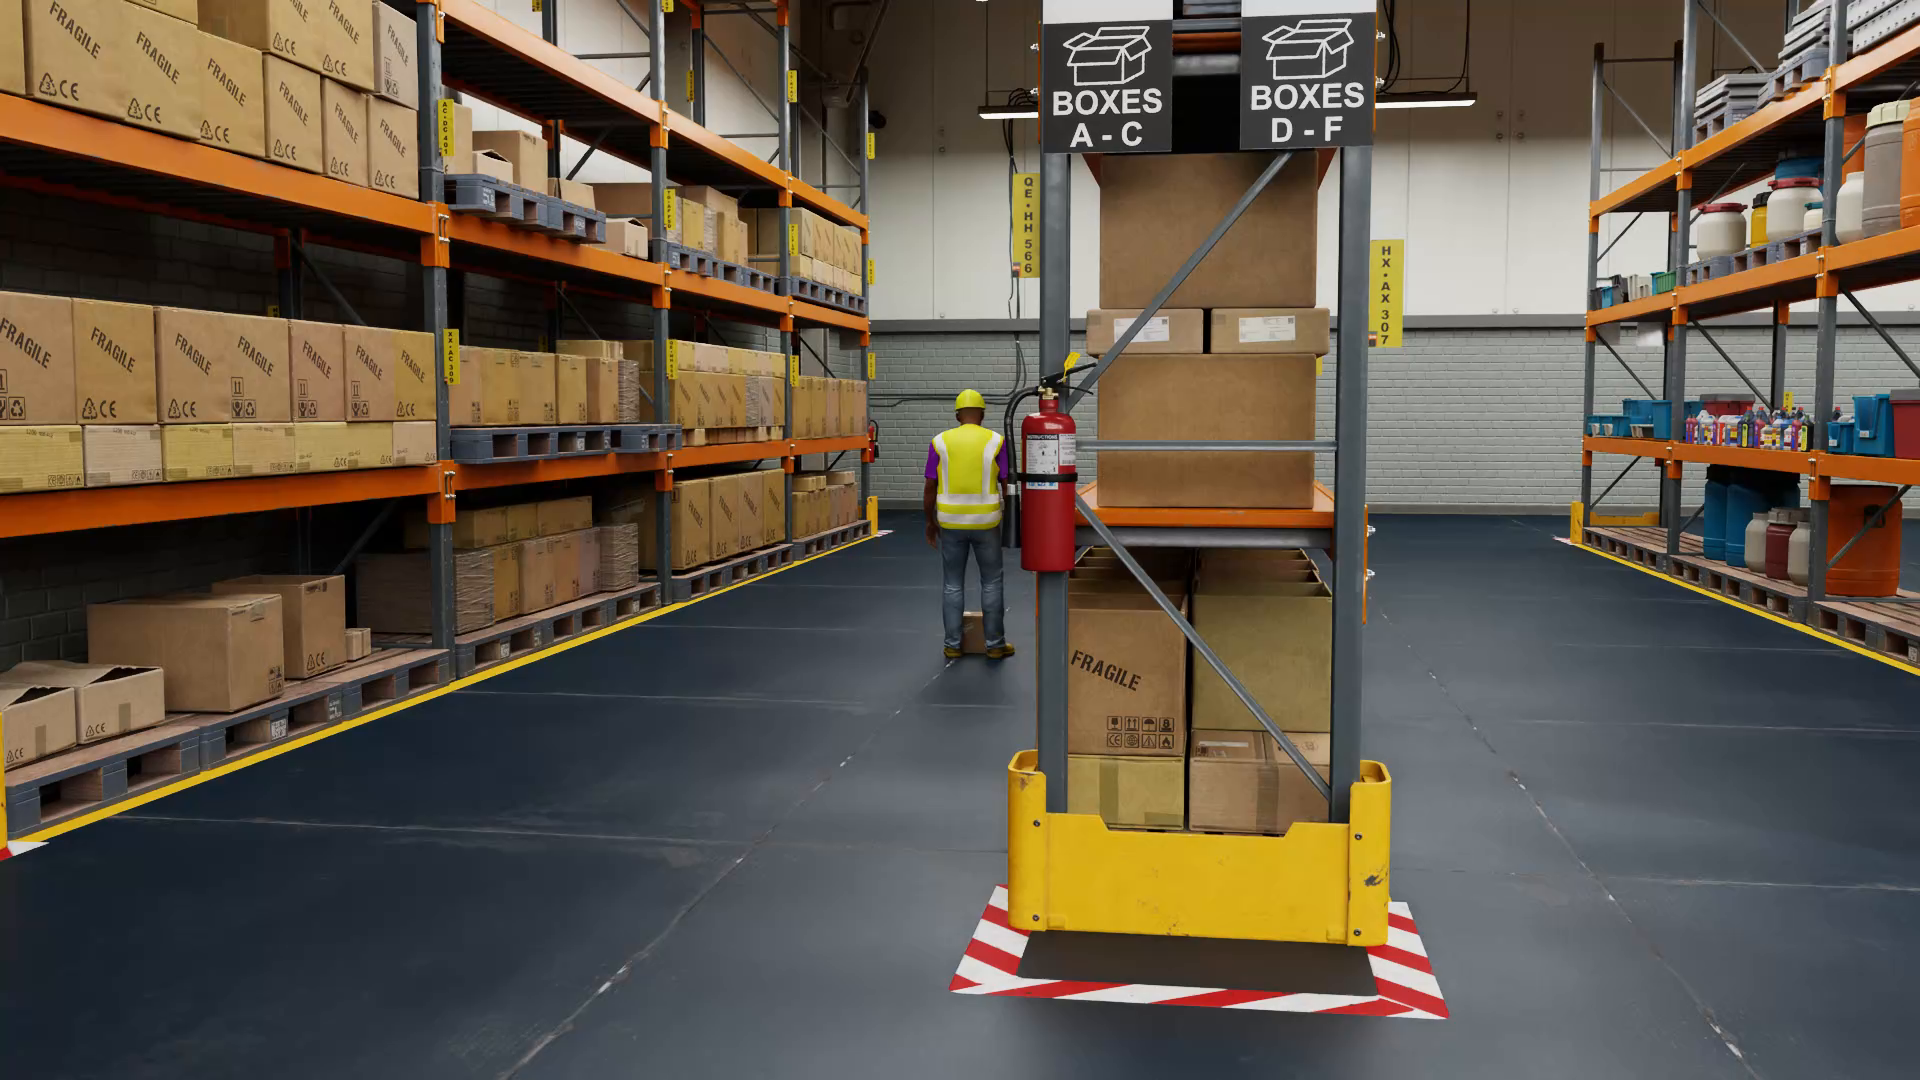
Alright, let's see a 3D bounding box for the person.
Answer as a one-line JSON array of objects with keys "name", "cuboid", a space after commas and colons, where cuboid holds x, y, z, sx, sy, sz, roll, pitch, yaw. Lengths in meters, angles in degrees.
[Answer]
[{"name": "person", "cuboid": [0.077, -0.111, 10.951, 0.628, 1.761, 0.456, 1, 4, 9]}]
